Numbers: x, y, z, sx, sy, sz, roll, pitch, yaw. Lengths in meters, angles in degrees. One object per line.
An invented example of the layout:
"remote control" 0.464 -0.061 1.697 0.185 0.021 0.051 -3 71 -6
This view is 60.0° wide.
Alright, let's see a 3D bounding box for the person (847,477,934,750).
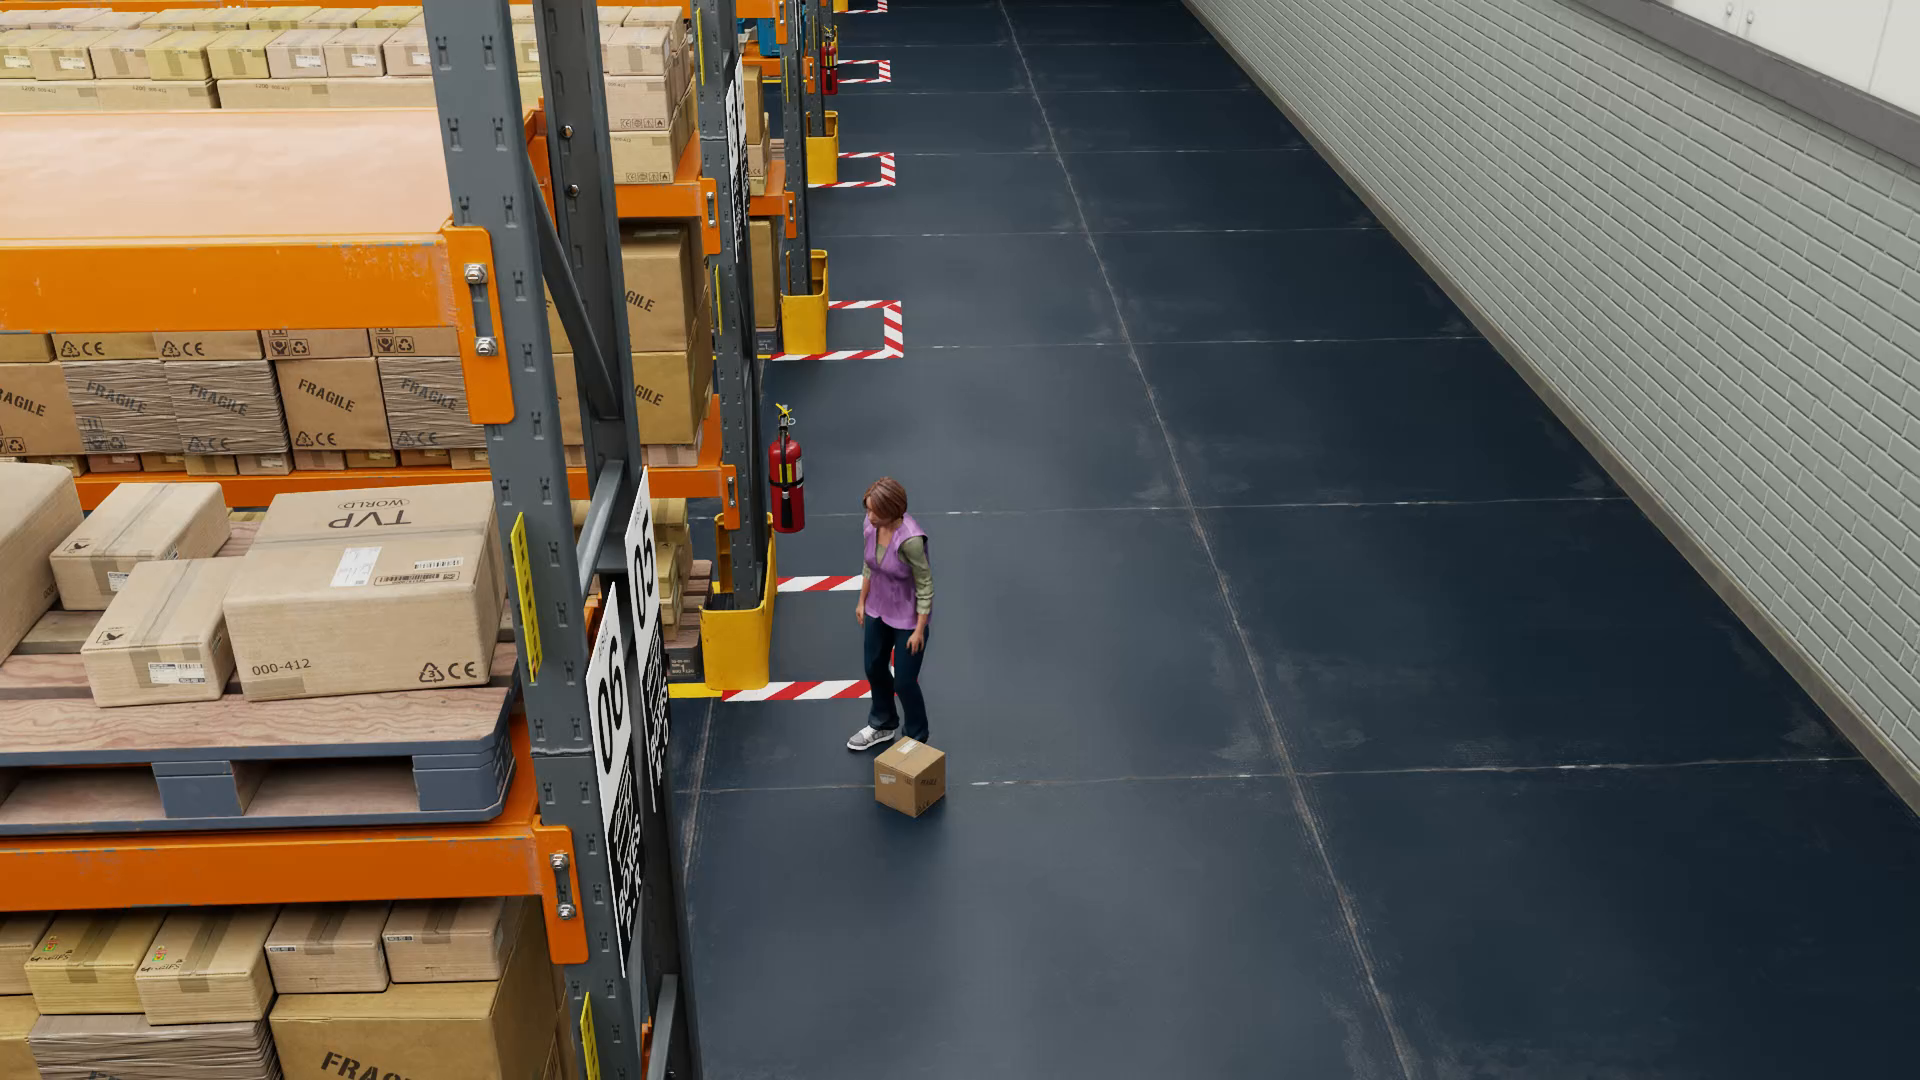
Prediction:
"person" -0.322 0.394 8.227 0.460 1.592 0.344 24 36 38
